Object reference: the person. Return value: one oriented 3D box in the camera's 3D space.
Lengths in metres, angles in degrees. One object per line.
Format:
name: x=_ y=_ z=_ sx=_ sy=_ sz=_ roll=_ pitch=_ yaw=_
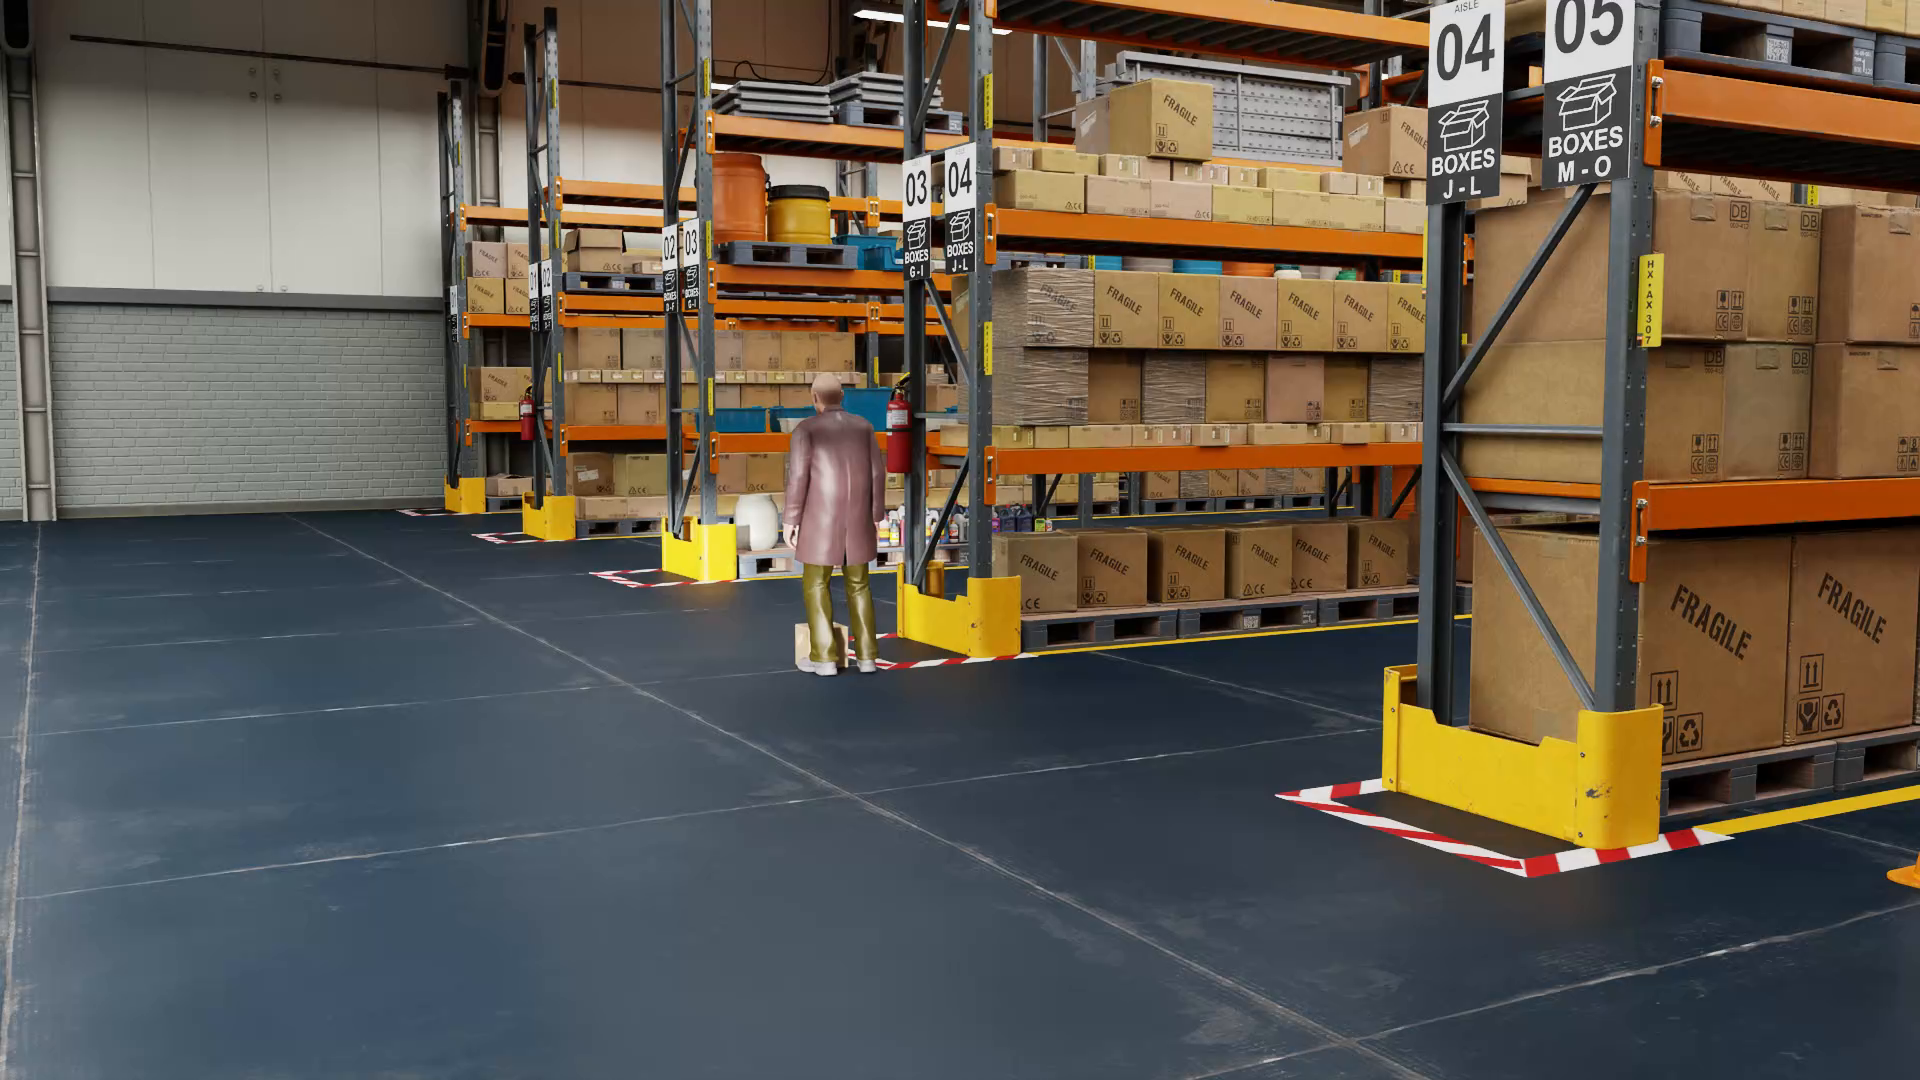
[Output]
person: x=-0.736 y=-0.099 z=9.839 sx=0.652 sy=1.774 sz=0.417 roll=-2 pitch=5 yaw=-25
